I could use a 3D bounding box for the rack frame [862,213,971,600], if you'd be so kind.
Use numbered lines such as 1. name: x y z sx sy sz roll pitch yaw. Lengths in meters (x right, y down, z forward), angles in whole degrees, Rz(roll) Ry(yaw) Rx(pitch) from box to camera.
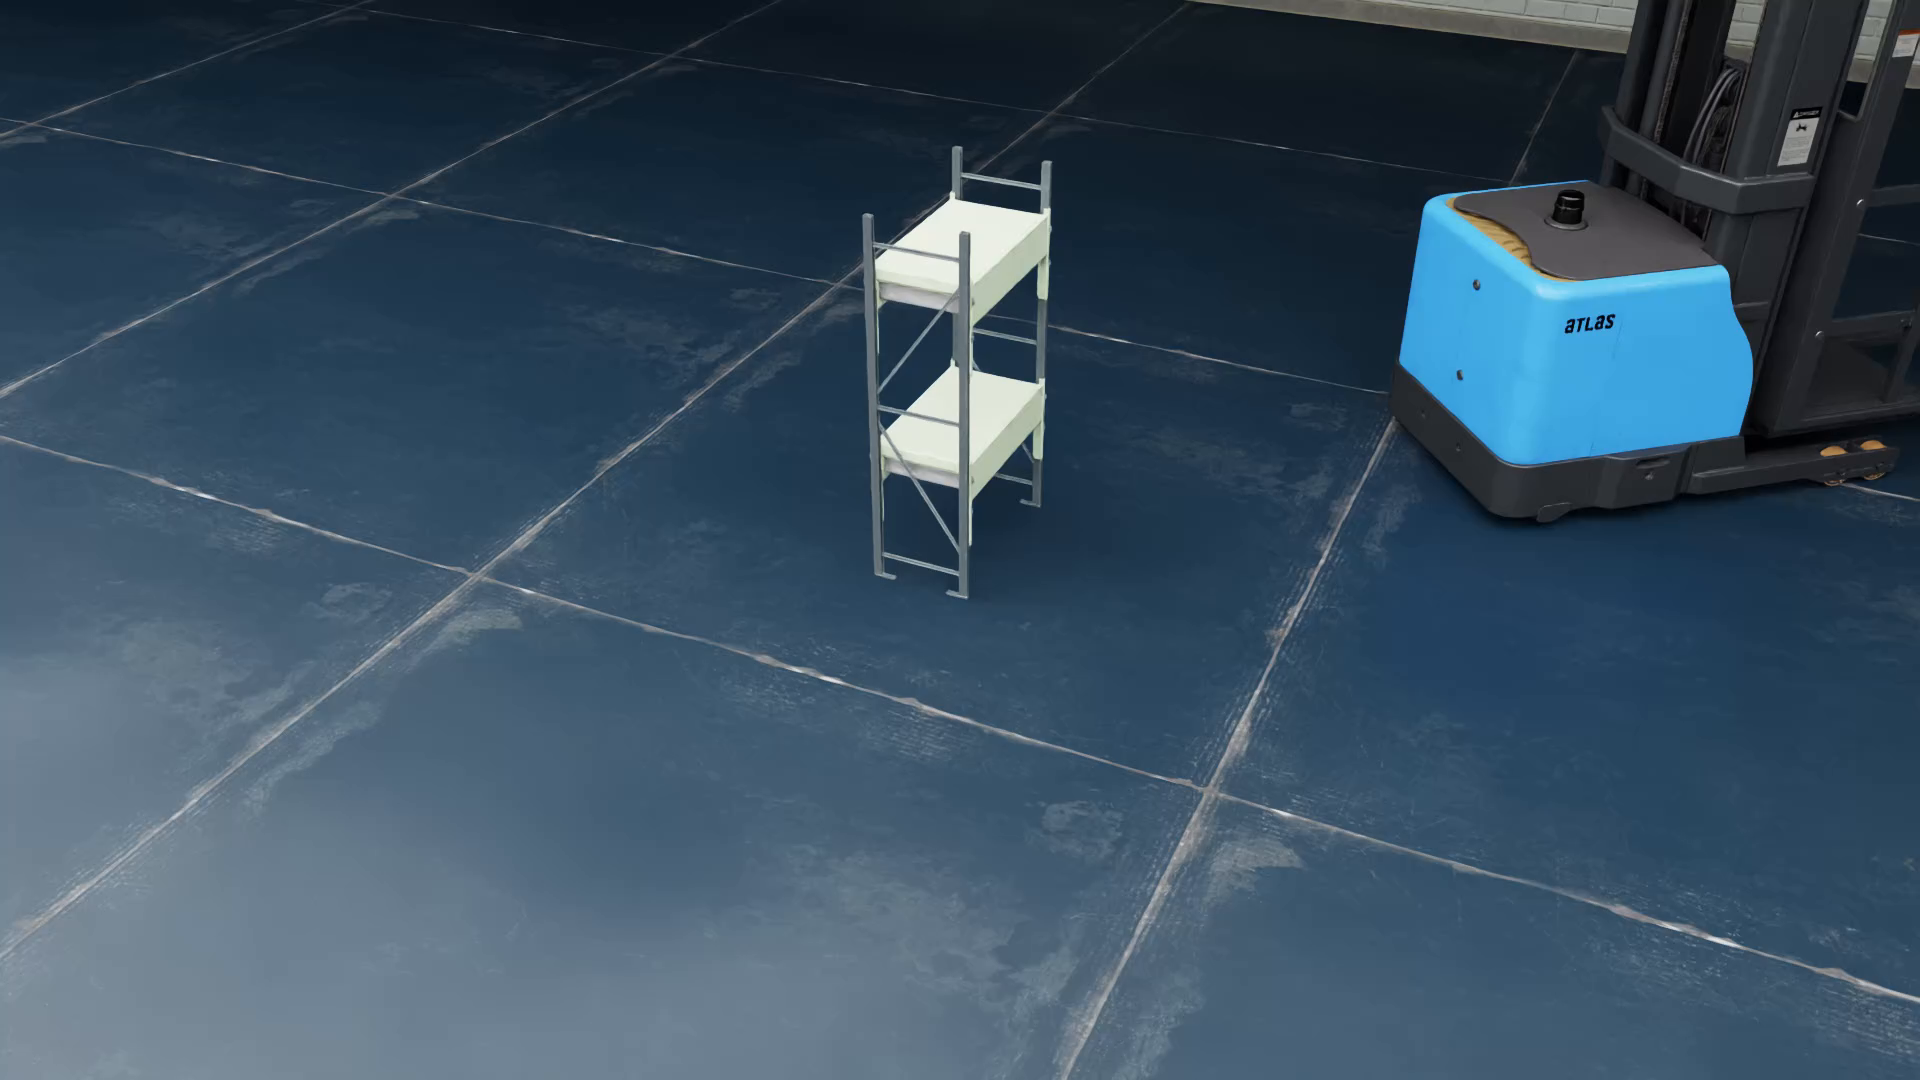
1. rack frame: -0.150 -0.448 6.066 0.400 1.500 0.023 14 36 20

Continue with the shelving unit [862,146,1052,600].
1. shelving unit: 0.003 -0.631 6.344 0.431 1.500 0.755 14 36 20

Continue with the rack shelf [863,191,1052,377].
1. rack shelf: 0.003 -0.957 6.130 0.431 0.370 0.720 14 36 20

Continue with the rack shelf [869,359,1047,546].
1. rack shelf: 0.003 -0.358 6.523 0.431 0.370 0.720 14 36 20

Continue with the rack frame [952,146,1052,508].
1. rack frame: 0.156 -0.813 6.622 0.400 1.500 0.023 14 36 20

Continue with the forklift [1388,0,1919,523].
1. forklift: 3.512 -1.730 6.715 3.031 2.935 1.130 -8 34 -12
